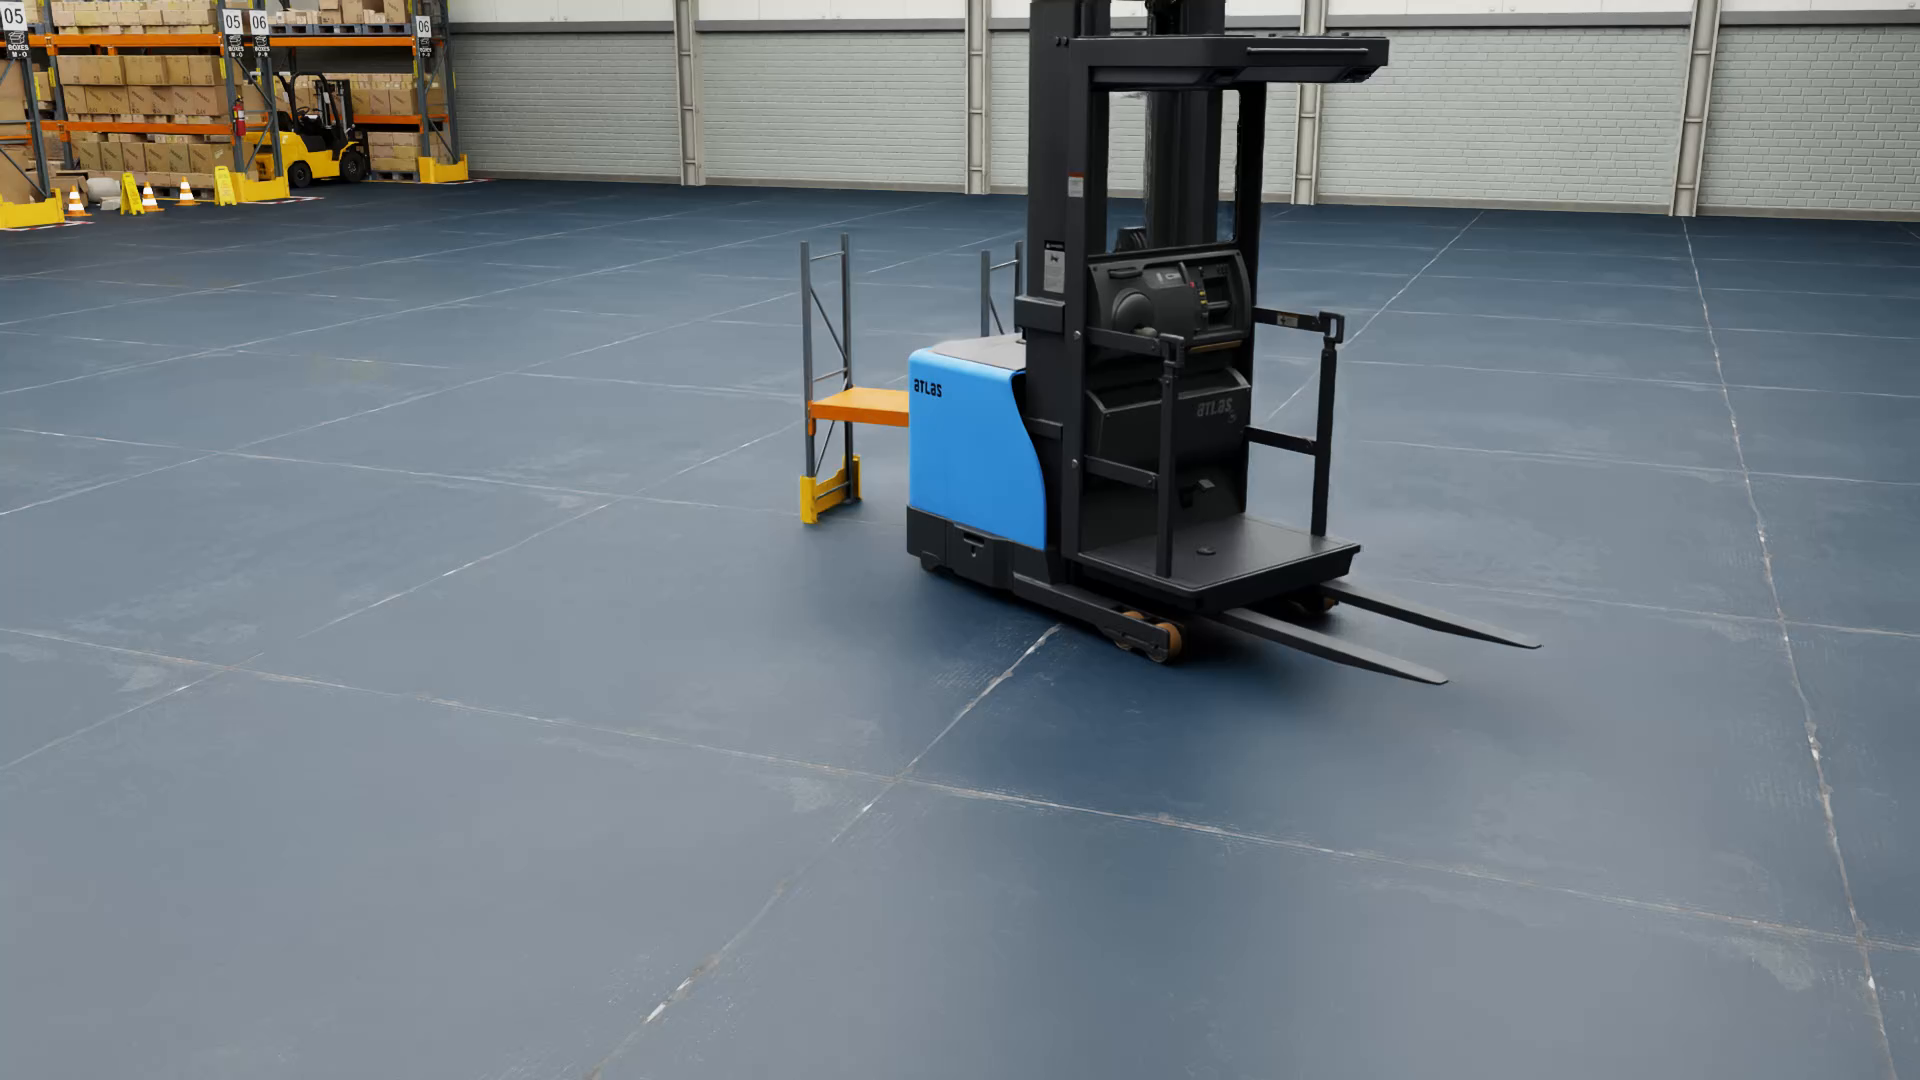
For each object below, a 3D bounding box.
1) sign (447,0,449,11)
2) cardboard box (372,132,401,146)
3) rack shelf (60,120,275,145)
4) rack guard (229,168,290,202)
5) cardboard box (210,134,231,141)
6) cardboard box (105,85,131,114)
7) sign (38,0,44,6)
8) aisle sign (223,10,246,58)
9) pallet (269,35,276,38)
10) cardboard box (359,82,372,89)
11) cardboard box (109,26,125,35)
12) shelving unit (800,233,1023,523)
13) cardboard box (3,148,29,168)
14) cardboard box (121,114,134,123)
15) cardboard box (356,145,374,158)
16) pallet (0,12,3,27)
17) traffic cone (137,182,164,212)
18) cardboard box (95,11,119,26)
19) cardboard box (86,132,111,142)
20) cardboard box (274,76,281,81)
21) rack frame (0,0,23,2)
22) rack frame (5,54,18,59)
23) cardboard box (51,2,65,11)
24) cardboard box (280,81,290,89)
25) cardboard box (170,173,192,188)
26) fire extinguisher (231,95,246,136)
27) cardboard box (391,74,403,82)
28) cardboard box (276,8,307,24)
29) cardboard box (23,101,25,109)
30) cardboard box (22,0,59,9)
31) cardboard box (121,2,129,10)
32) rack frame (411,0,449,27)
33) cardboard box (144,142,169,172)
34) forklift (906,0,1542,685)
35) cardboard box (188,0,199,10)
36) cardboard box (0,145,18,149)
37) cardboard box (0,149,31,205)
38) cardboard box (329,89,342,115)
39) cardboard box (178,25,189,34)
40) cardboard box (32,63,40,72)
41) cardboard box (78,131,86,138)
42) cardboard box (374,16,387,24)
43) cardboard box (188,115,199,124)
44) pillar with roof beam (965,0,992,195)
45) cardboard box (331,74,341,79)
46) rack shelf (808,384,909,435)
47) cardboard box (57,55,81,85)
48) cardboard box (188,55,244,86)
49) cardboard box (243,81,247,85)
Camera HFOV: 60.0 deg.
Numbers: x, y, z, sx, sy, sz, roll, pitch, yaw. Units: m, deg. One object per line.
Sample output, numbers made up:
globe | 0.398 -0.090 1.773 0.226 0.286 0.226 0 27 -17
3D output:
sign | -10.308 -10.799 33.400 0.005 0.325 0.100 6 17 21
cardboard box | -11.537 -8.135 33.701 0.500 0.250 0.500 7 17 22
rack shelf | -14.195 -7.328 29.827 4.000 0.370 1.077 6 17 21
rack guard | -12.406 -6.277 29.397 0.348 0.500 1.175 6 17 21
cardboard box | -15.447 -8.359 35.594 0.625 0.625 0.875 6 17 20
cardboard box | -14.811 -7.852 29.627 0.500 0.500 0.500 6 17 20
sign | -16.256 -9.612 29.389 0.005 0.325 0.100 6 17 21
aisle sign | -12.384 -8.636 28.378 0.004 0.787 0.394 6 17 21
pallet | -15.063 -10.602 34.775 1.217 0.209 0.805 6 17 18
cardboard box | -11.902 -9.183 33.584 0.250 0.149 0.380 6 17 19
cardboard box | -14.689 -8.948 29.186 0.250 0.149 0.380 6 17 20
shelving unit | -0.258 -0.835 8.858 1.083 1.500 0.587 7 18 22
cardboard box | -16.681 -6.577 29.073 0.500 0.500 0.500 6 17 21
cardboard box | -14.694 -7.509 29.610 0.250 0.149 0.380 6 17 21
cardboard box | -12.035 -7.948 33.954 0.500 0.250 0.500 6 17 19
pallet | -14.751 -7.646 24.410 1.213 0.211 1.003 6 17 21
traffic cone | -13.299 -5.638 27.263 0.334 0.463 0.336 6 17 21
cardboard box | -14.803 -9.169 29.231 0.500 0.250 0.500 6 17 21
cardboard box | -15.512 -7.272 30.014 0.250 0.149 0.380 7 17 21
cardboard box | -14.051 -9.559 34.344 0.250 0.149 0.380 7 17 22
rack frame | -14.057 -9.056 23.728 0.127 3.000 1.000 6 17 21
rack frame | -21.680 -9.984 37.686 0.127 3.000 1.000 6 17 21
cardboard box | -15.883 -9.464 29.534 0.250 0.149 0.380 6 17 20
cardboard box | -13.797 -9.399 34.325 0.250 0.149 0.380 7 17 22
cardboard box | -13.665 -6.418 29.581 0.500 0.250 0.500 6 17 21
fire extinguisher | -12.398 -7.301 28.581 0.183 0.674 0.296 6 17 21
cardboard box | -11.169 -9.258 33.309 0.250 0.149 0.380 6 17 21
cardboard box | -13.554 -10.665 33.878 0.500 0.311 0.500 7 17 22
cardboard box | -17.128 -7.989 30.510 0.250 0.149 0.380 6 17 20
cardboard box | -16.642 -9.715 29.996 0.500 0.250 0.500 7 17 22
cardboard box | -14.406 -9.327 29.060 0.250 0.149 0.380 7 17 22
rack frame | -10.517 -11.638 32.621 0.127 3.000 1.000 6 17 21
cardboard box | -14.130 -6.831 29.656 0.500 0.500 0.500 6 17 19
forklift | 1.055 -1.055 7.050 1.130 2.935 3.031 -13 21 -37
cardboard box | -12.984 -9.166 28.508 0.250 0.149 0.380 7 17 22
cardboard box | -21.313 -8.878 37.604 0.500 0.500 0.500 7 18 23
cardboard box | -14.712 -5.409 24.982 0.875 0.875 0.875 6 17 21
cardboard box | -12.499 -8.944 33.921 0.500 0.500 0.500 6 17 21
cardboard box | -13.248 -8.806 28.697 0.250 0.149 0.380 7 18 22
cardboard box | -17.412 -8.807 30.999 0.250 0.149 0.380 7 18 24
cardboard box | -19.235 -8.970 36.758 0.250 0.149 0.380 7 18 22
cardboard box | -11.399 -10.332 33.022 0.250 0.149 0.380 6 17 19
cardboard box | -13.268 -7.360 29.097 0.250 0.149 0.380 6 17 20
pillar with roof beam | -1.251 -9.599 25.597 0.400 9.000 9.100 6 17 21
cardboard box | -12.585 -9.427 33.889 0.250 0.149 0.380 6 17 21
rack shelf | -0.249 -0.661 8.905 1.000 0.185 0.538 7 18 22
cardboard box | -15.726 -8.448 29.888 0.500 0.500 0.700 6 17 20
cardboard box | -12.890 -8.136 28.812 0.500 0.500 0.700 6 17 19
cardboard box | -14.884 -9.525 34.759 0.250 0.149 0.380 6 17 20
